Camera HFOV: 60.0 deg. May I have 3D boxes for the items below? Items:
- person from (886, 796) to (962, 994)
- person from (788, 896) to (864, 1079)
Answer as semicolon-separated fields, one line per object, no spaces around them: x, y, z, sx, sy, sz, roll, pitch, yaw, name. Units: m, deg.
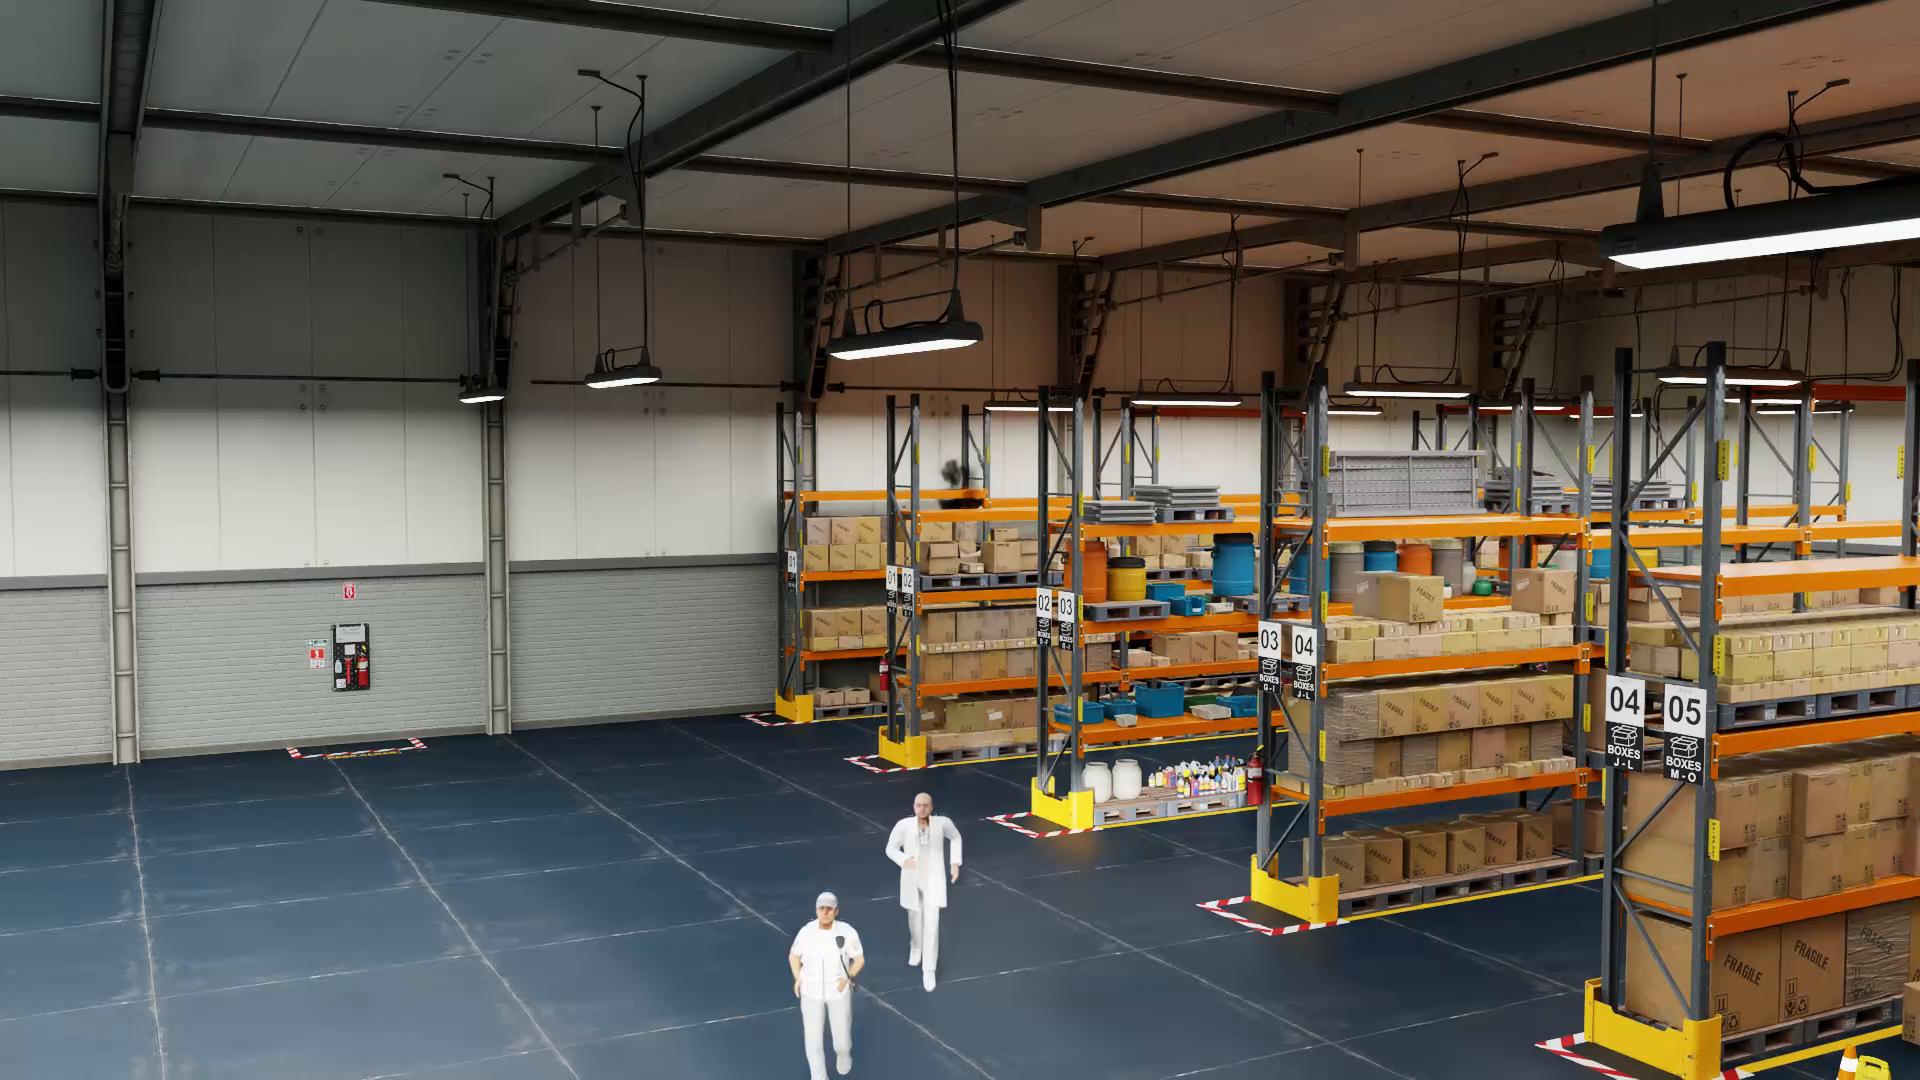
-0.347;3.363;16.092;0.734;1.799;0.934;0;3;0;person
-1.062;3.611;13.115;0.604;1.616;0.575;0;3;1;person
